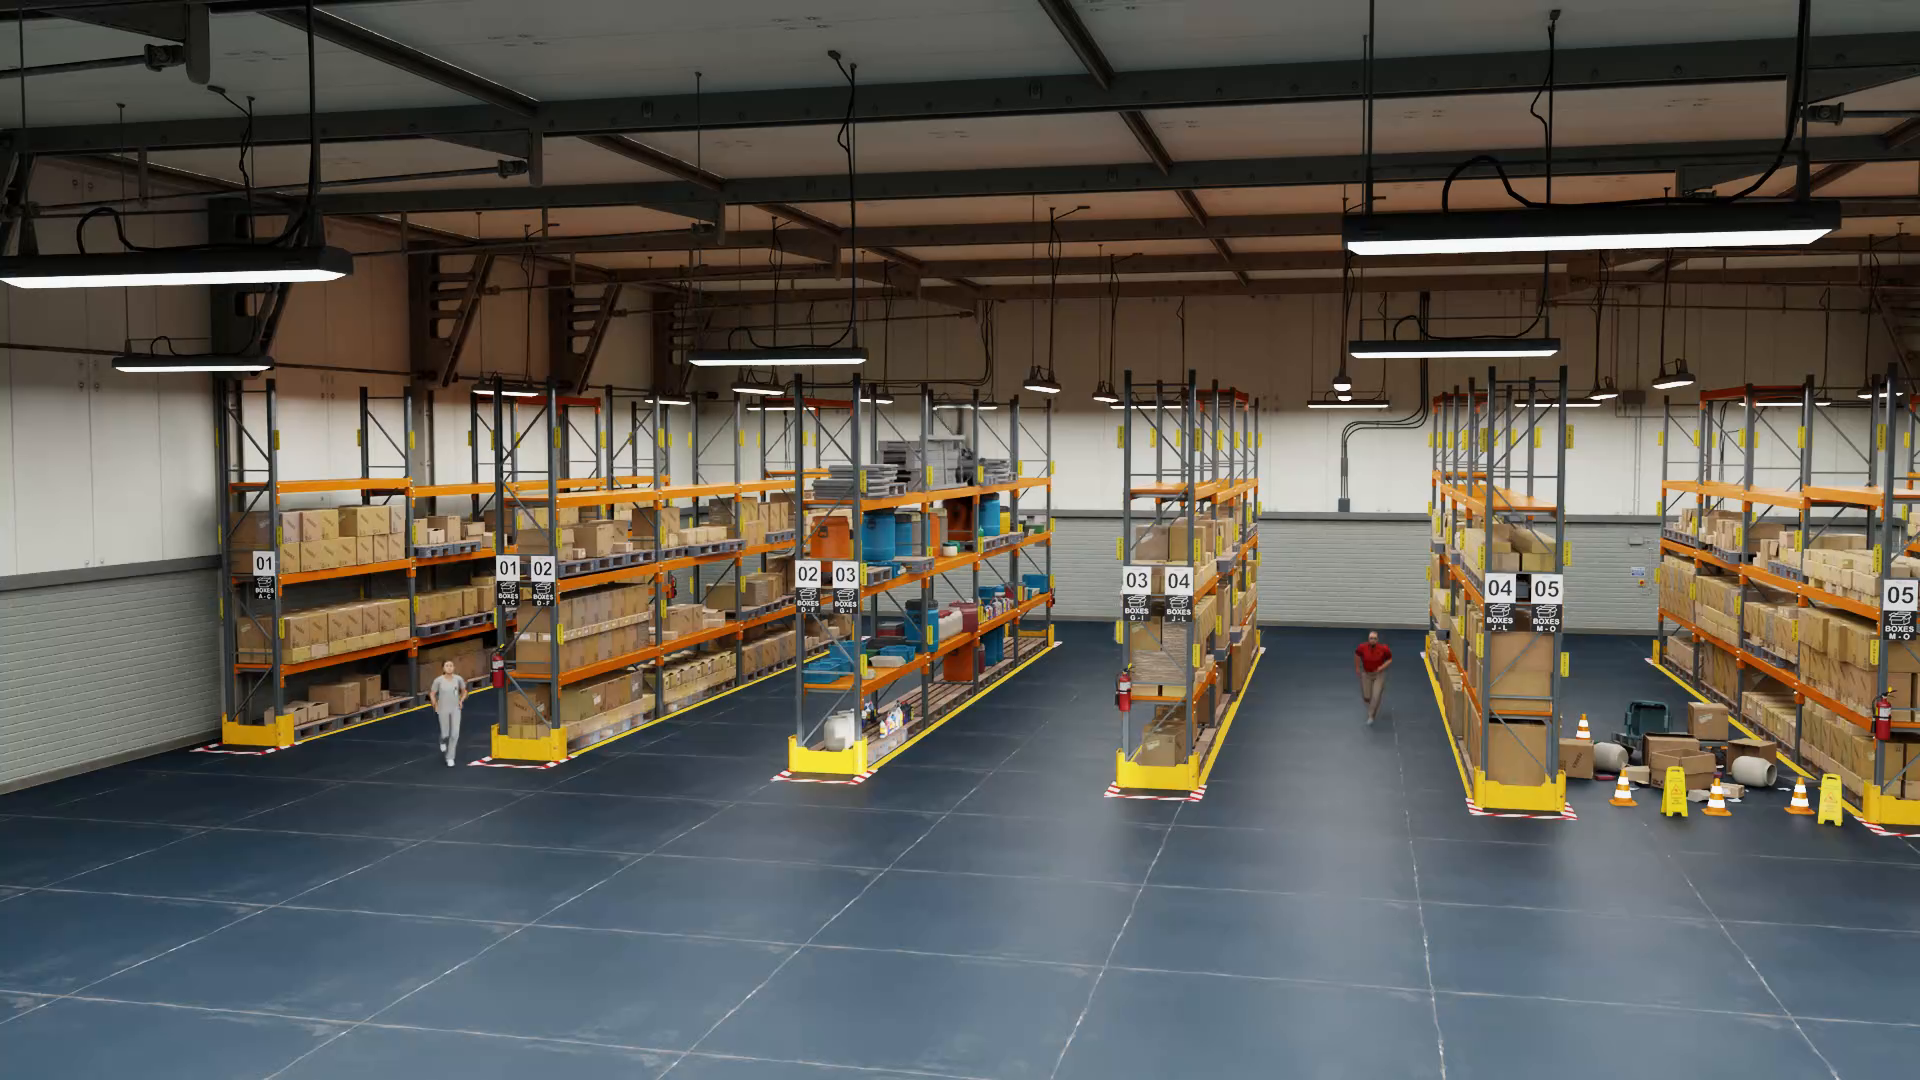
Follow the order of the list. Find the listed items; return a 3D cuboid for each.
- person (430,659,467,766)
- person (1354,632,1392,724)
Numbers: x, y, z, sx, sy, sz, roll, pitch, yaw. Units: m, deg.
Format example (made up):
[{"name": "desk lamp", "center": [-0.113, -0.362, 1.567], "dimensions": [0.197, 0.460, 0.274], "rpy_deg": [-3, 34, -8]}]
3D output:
[{"name": "person", "center": [-7.931, 2.655, 25.814], "dimensions": [0.565, 1.641, 0.629], "rpy_deg": [-2, 4, -25]}, {"name": "person", "center": [7.311, 2.431, 29.433], "dimensions": [0.656, 1.661, 0.763], "rpy_deg": [1, 4, 14]}]
